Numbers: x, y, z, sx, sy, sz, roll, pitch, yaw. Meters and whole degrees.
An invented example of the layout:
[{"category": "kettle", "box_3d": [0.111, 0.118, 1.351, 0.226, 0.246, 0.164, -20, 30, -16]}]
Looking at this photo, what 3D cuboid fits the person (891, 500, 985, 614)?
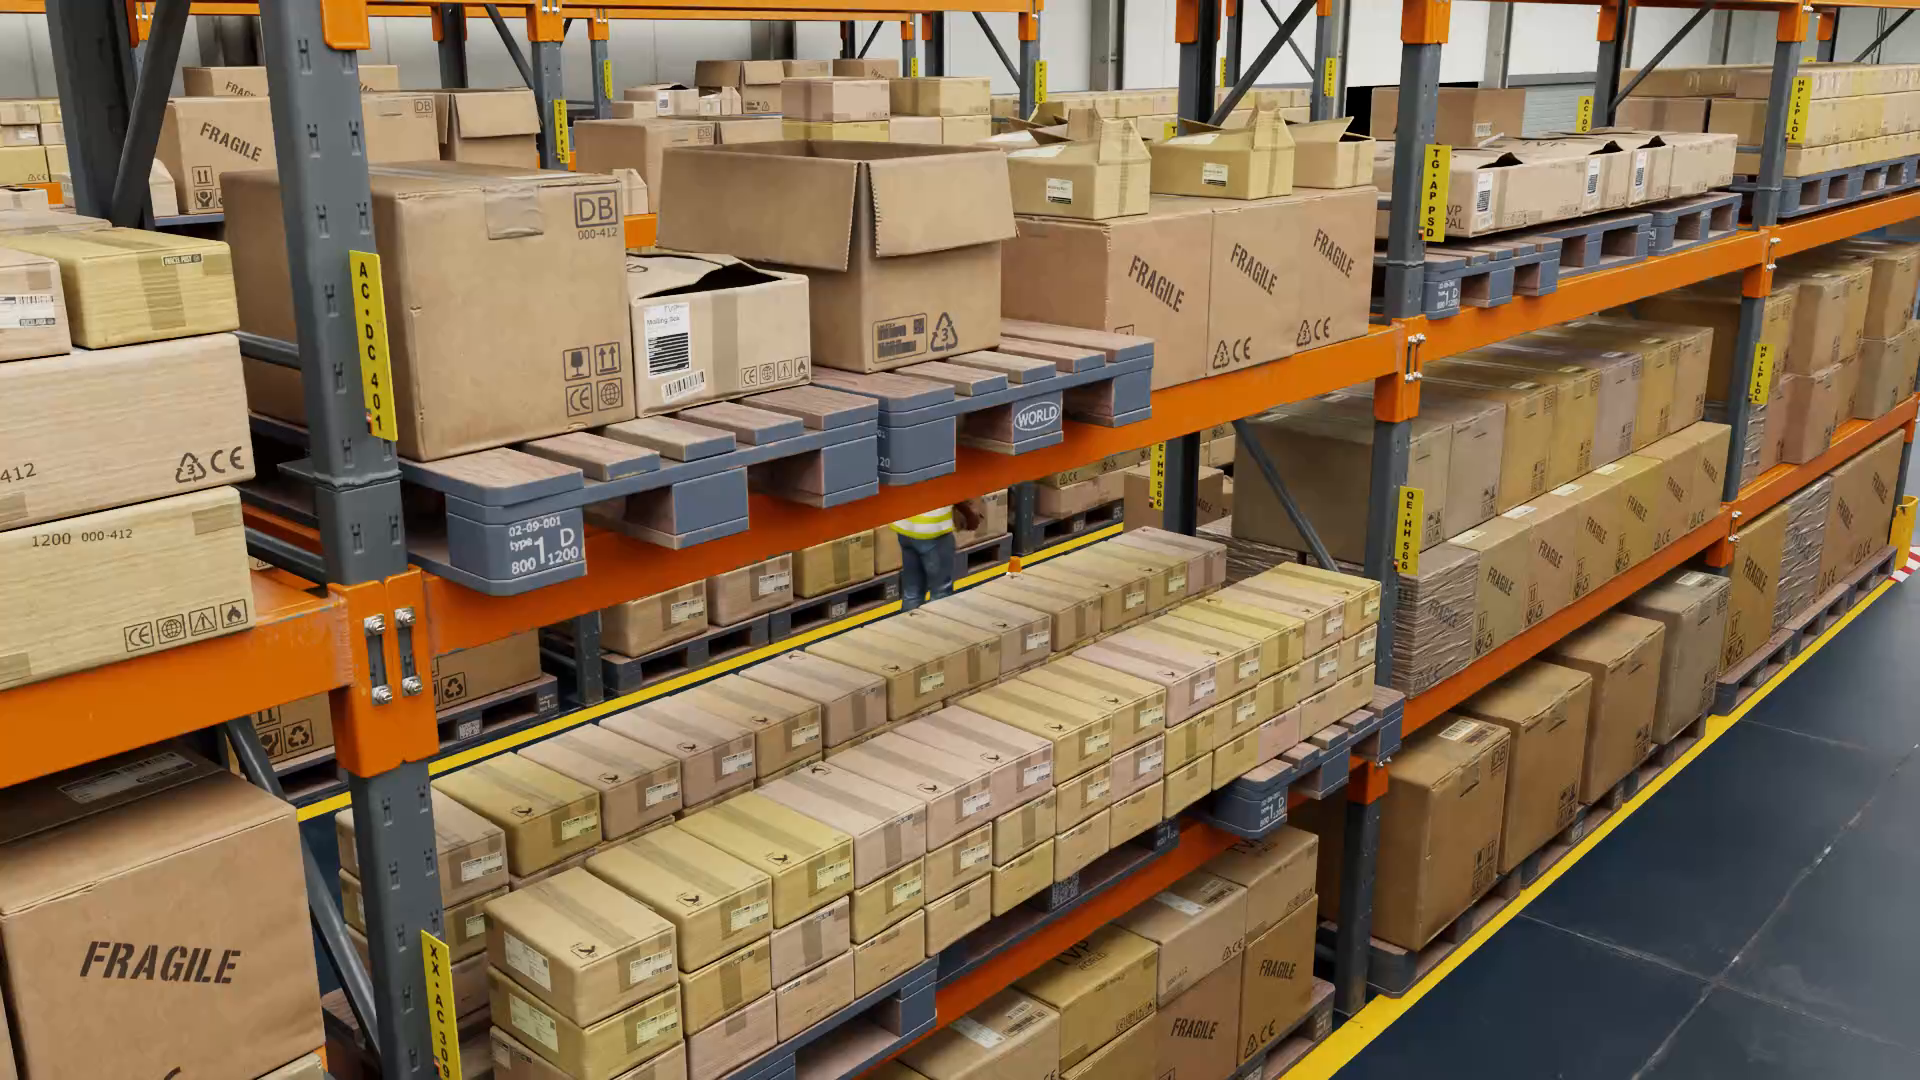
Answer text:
[{"category": "person", "box_3d": [-0.159, -0.075, 10.245, 0.571, 1.770, 0.516, -14, 22, -38]}]
